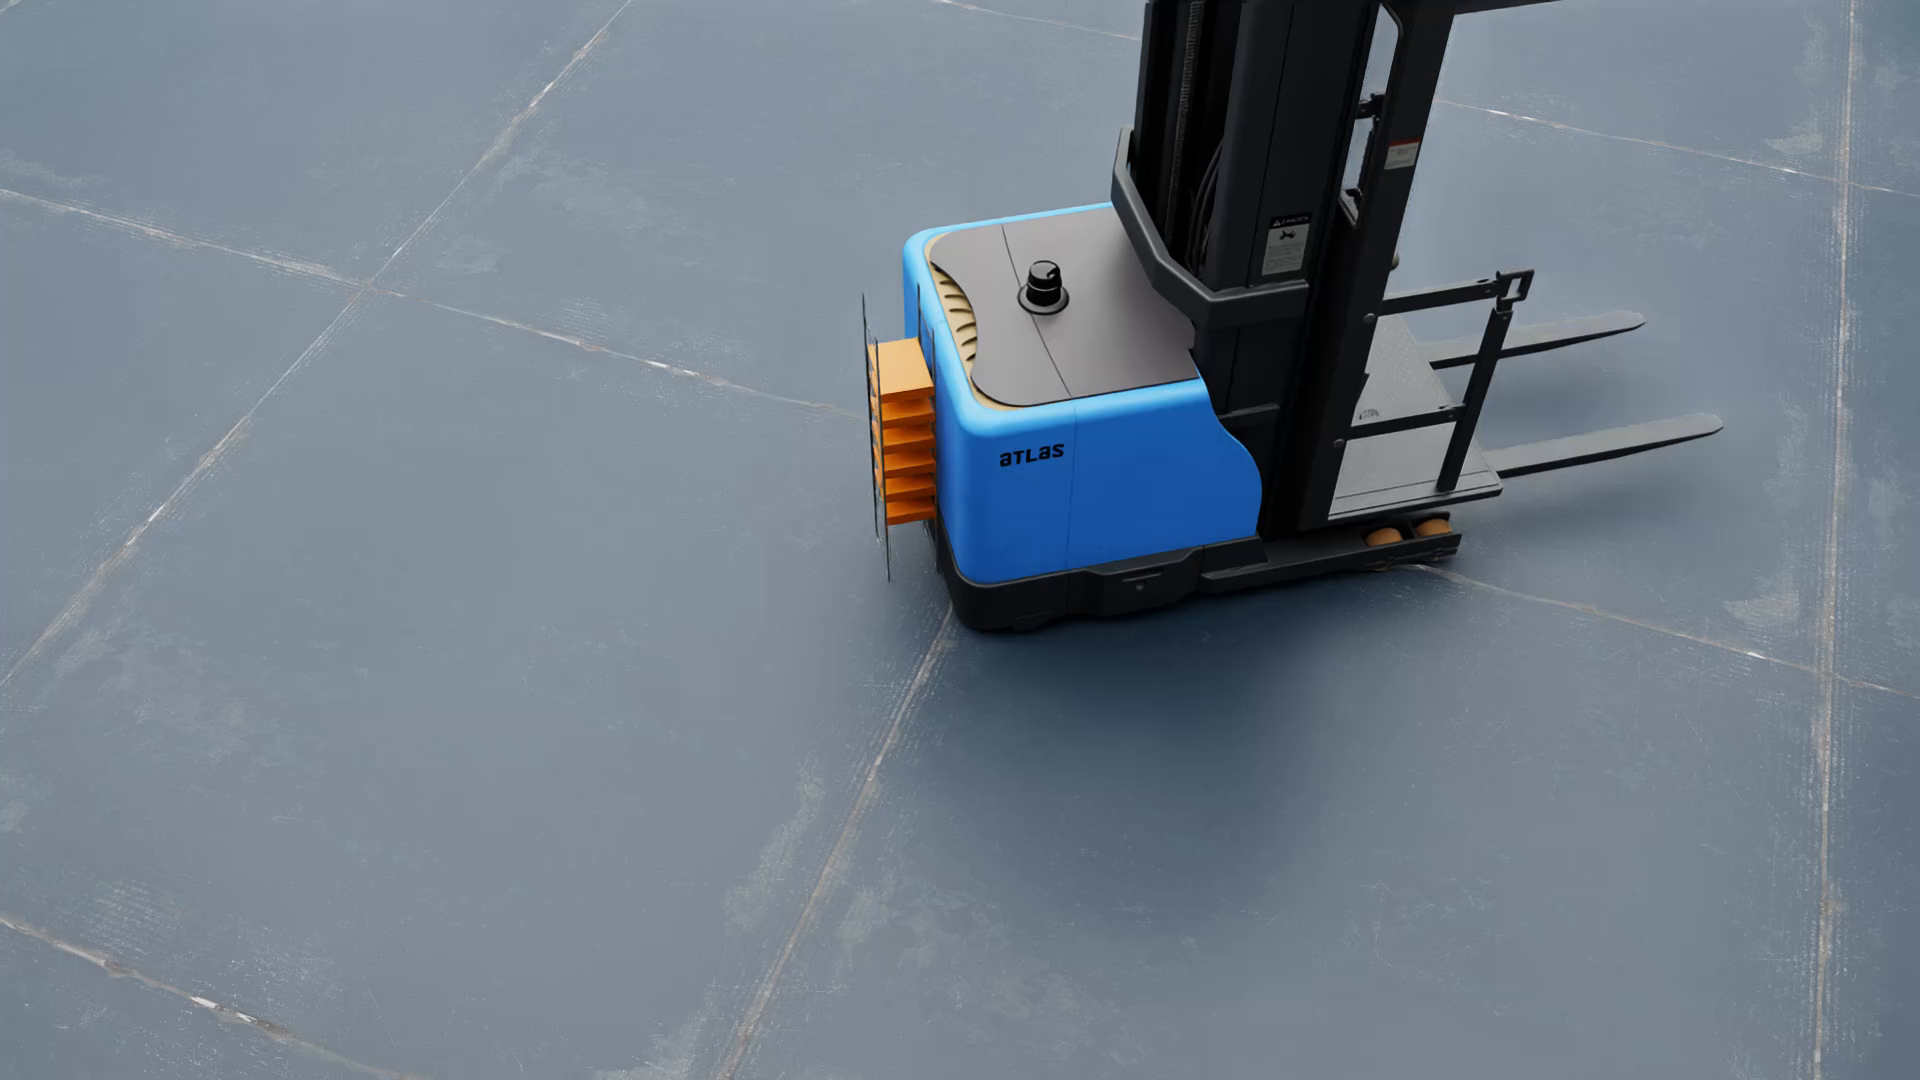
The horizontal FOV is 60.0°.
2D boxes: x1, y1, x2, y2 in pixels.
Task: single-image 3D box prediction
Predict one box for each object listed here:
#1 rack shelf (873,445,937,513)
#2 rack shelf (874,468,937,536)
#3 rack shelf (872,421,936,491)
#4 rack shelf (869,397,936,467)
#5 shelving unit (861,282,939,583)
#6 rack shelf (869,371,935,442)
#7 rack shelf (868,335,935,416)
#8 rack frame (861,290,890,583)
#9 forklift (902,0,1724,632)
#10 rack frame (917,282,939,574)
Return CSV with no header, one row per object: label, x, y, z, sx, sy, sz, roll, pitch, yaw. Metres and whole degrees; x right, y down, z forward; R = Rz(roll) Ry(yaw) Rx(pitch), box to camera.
rack shelf,-0.198,-0.232,5.874,0.180,0.103,0.258,-10,50,-9
rack shelf,-0.198,-0.153,5.965,0.180,0.103,0.258,-10,50,-9
rack shelf,-0.198,-0.310,5.784,0.180,0.103,0.258,-10,50,-9
rack shelf,-0.198,-0.389,5.693,0.180,0.103,0.258,-10,50,-9
shelving unit,-0.198,-0.339,5.750,0.189,1.200,0.258,-10,50,-9
rack shelf,-0.198,-0.467,5.602,0.180,0.103,0.258,-10,50,-9
rack shelf,-0.198,-0.546,5.511,0.180,0.103,0.258,-10,50,-9
rack frame,-0.287,-0.323,5.736,0.006,1.200,0.240,-10,50,-9
forklift,1.361,-1.227,5.374,3.031,2.935,1.130,-10,50,-9
rack frame,-0.109,-0.355,5.764,0.006,1.200,0.240,-10,50,-9
